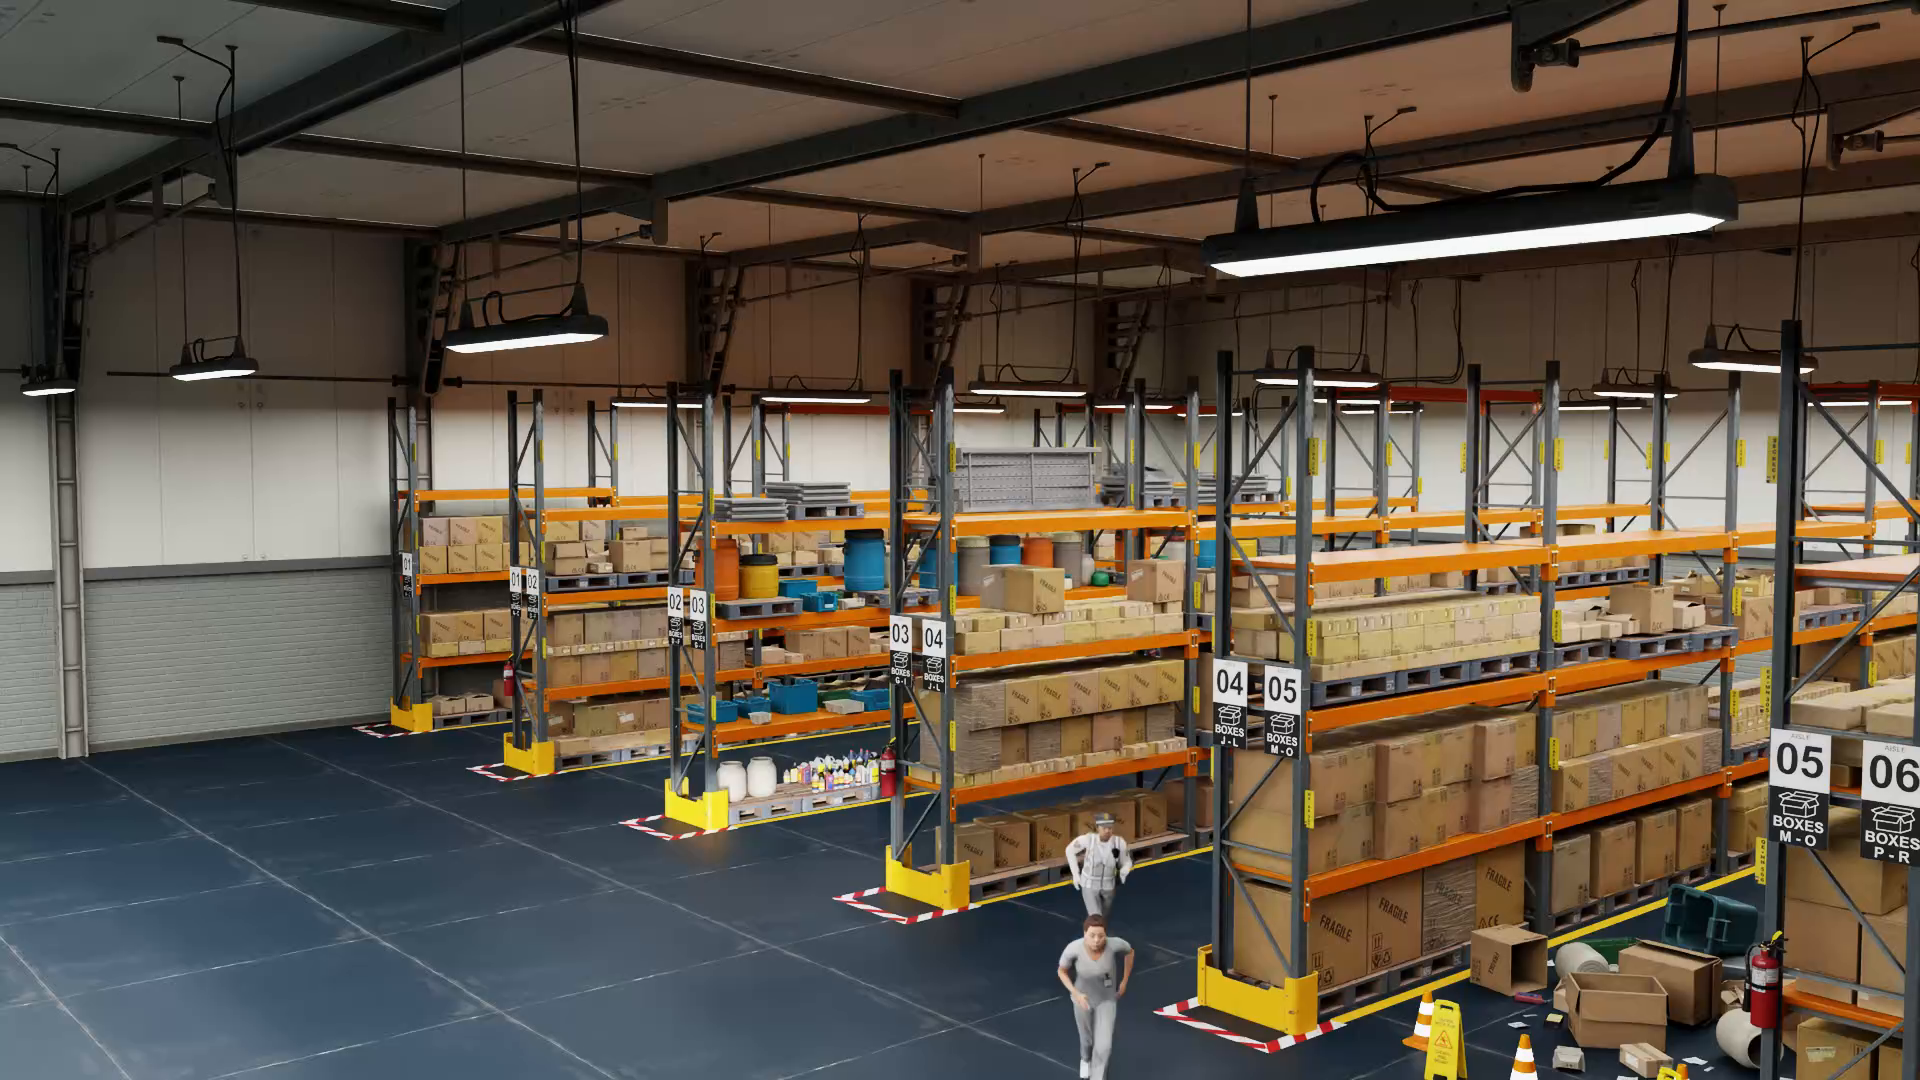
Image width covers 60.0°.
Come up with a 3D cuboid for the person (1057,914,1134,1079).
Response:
[{"bbox_3d":[1.048,3.626,12.975,0.601,1.625,1.003,0,3,-1],"label":"person"}]

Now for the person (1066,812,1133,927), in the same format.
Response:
[{"bbox_3d":[1.351,3.415,16.172,0.633,1.675,0.856,-1,3,-9],"label":"person"}]
